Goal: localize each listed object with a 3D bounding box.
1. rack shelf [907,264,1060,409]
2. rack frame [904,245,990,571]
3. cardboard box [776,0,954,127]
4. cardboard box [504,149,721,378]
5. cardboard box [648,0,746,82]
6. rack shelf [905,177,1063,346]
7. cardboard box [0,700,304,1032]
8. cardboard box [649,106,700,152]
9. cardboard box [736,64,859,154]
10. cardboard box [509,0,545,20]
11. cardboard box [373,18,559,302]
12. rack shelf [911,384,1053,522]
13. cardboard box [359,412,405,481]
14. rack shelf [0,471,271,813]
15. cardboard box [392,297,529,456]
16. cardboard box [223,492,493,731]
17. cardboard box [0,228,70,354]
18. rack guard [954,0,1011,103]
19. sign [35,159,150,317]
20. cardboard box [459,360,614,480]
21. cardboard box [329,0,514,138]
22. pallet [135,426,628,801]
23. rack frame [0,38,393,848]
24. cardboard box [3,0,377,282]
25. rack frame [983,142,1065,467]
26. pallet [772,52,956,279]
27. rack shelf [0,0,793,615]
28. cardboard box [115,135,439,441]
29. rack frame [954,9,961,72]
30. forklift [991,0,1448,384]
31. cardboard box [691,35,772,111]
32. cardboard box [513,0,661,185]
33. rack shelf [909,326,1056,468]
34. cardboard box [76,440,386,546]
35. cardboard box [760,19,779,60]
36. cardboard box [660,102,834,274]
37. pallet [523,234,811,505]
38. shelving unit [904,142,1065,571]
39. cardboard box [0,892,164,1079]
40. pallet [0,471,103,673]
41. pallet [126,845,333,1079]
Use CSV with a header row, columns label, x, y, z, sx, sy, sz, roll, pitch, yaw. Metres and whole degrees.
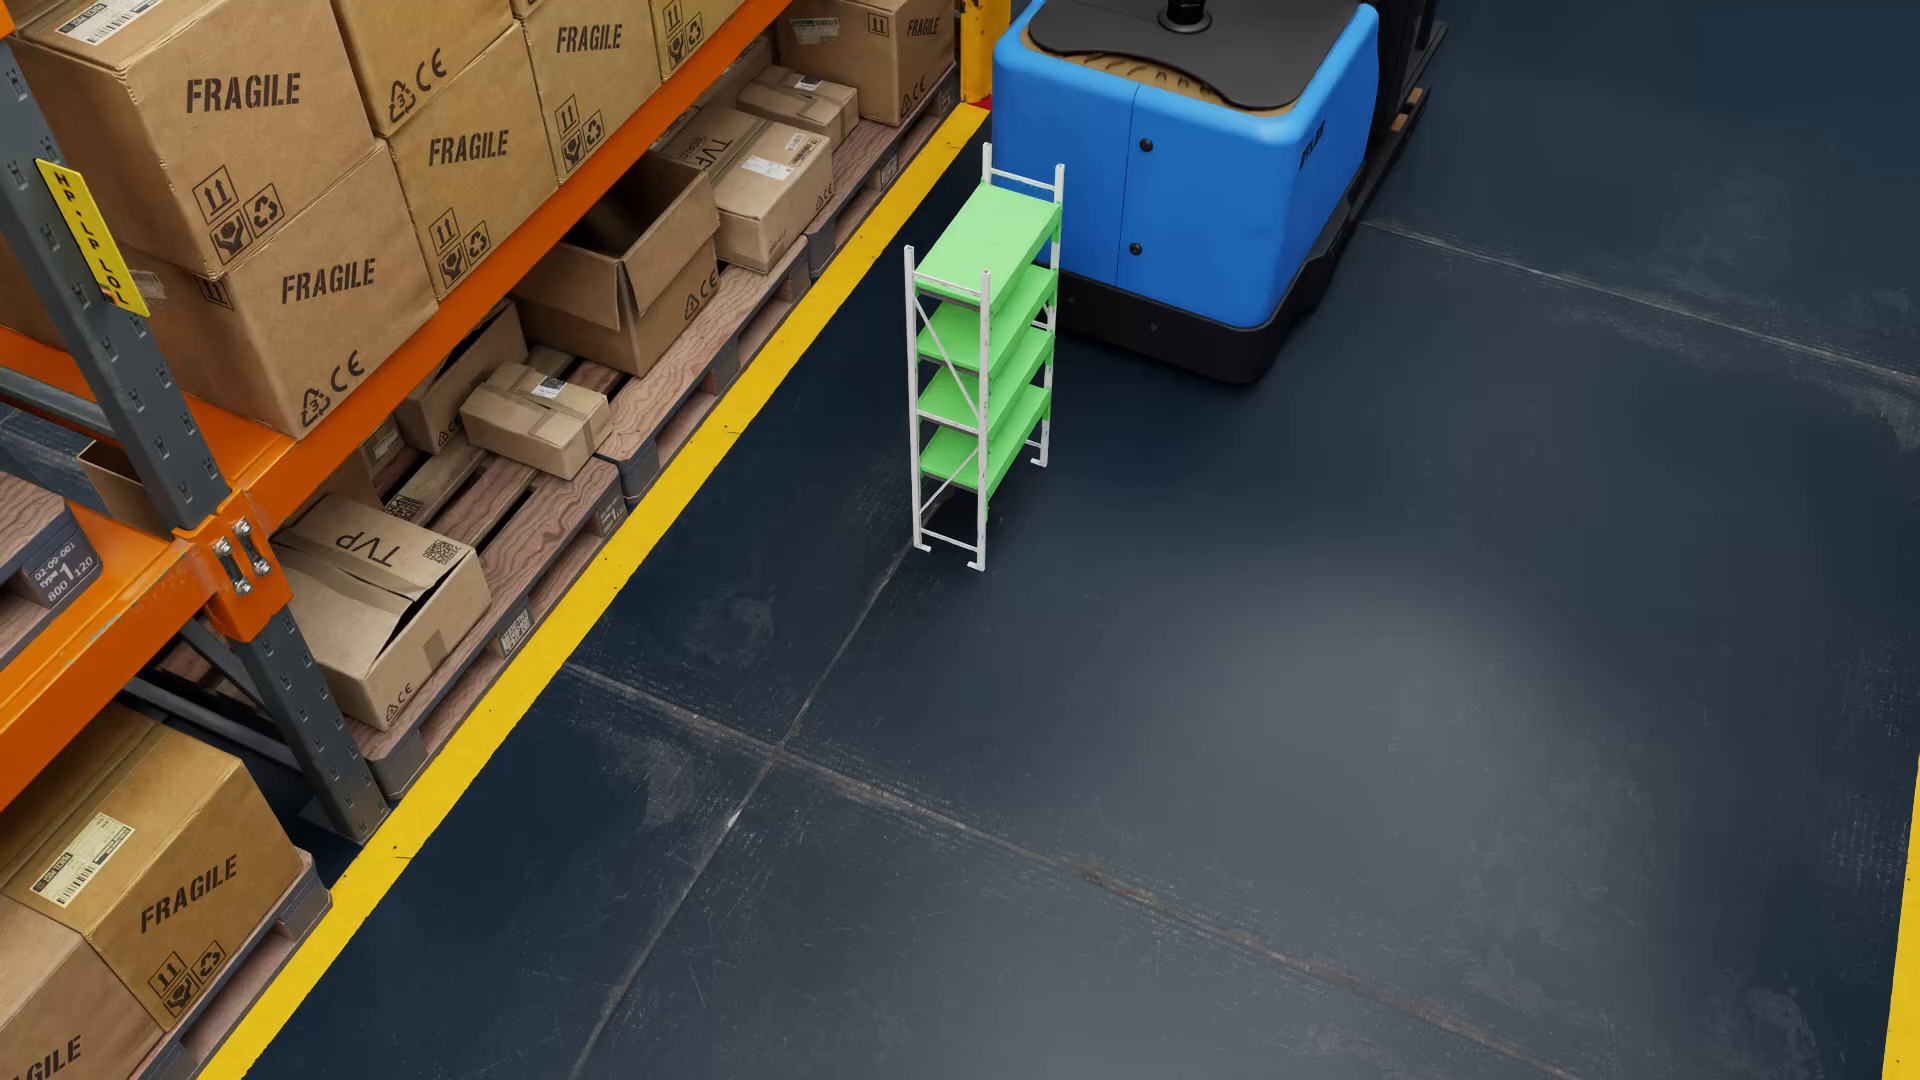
label,x,y,z,sx,sy,sz,roll,pitch,yaw
rack shelf,0.071,-0.617,4.756,0.258,0.148,0.480,20,52,16
rack frame,-0.034,-0.335,4.747,0.240,1.200,0.015,20,52,16
cardboard box,-0.352,-1.971,6.310,0.500,0.500,0.500,20,52,16
cardboard box,-1.254,-0.967,5.454,0.797,0.503,0.637,20,52,16
cardboard box,-0.940,-1.681,4.645,0.500,0.500,0.500,19,52,16
rack shelf,0.071,-0.772,4.573,0.258,0.148,0.480,20,52,16
cardboard box,-2.003,0.762,3.984,0.500,0.500,0.500,20,52,16
cardboard box,-1.259,-1.373,5.966,0.500,0.250,0.500,20,52,16
cardboard box,-0.607,-1.613,6.224,0.380,0.166,0.250,20,52,16
cardboard box,-1.156,-1.637,3.951,0.500,0.500,0.500,18,52,15
cardboard box,-1.372,-0.987,4.054,0.500,0.500,0.500,21,53,17
rack shelf,0.071,-0.306,5.121,0.258,0.148,0.480,20,52,16
cardboard box,-1.959,-0.319,5.135,0.380,0.149,0.250,20,52,16
rack shelf,-2.906,1.272,2.670,1.077,0.370,4.000,20,52,16
cardboard box,-1.744,-0.611,5.277,0.500,0.311,0.500,20,52,16
cardboard box,-1.677,0.172,4.611,0.500,0.311,0.500,20,52,16
cardboard box,-2.070,-0.798,3.894,0.500,0.500,0.500,21,53,17
rack guard,-0.375,-2.230,6.820,1.175,0.500,0.348,20,52,16
sign,-1.548,-0.535,2.976,0.100,0.325,0.005,20,52,16
cardboard box,-1.316,-0.380,5.175,0.380,0.166,0.250,20,52,16
cardboard box,-1.376,-1.283,3.650,0.500,0.500,0.500,18,52,15
pallet,-1.757,0.093,5.033,1.003,0.211,1.213,20,52,16
rack frame,-2.052,-0.338,3.568,1.000,3.000,0.127,20,52,16
cardboard box,-1.596,-0.928,3.348,0.500,0.500,0.500,21,53,17
rack frame,0.175,-0.671,5.033,0.240,1.200,0.015,20,52,16
pallet,-0.715,-1.587,6.462,1.003,0.211,1.213,20,52,16
rack shelf,-1.197,-1.482,5.014,1.077,0.370,4.000,20,52,16
cardboard box,-1.588,-0.633,3.753,0.500,0.500,0.500,21,53,17
rack frame,-0.343,-3.093,5.912,1.000,3.000,0.127,20,52,16
forklift,1.214,-2.608,5.545,1.130,2.935,3.031,22,53,17
cardboard box,-1.045,-1.718,6.259,0.500,0.250,0.500,20,52,16
cardboard box,-1.156,-1.330,4.347,0.500,0.500,0.500,20,52,16
rack shelf,0.071,-0.461,4.939,0.258,0.148,0.480,20,52,16
cardboard box,-2.065,-0.155,4.765,0.500,0.500,0.500,20,52,16
cardboard box,-0.939,-1.968,6.527,0.380,0.166,0.250,20,52,16
cardboard box,-0.785,-1.245,5.857,0.500,0.250,0.500,20,52,16
pallet,-1.238,-0.750,5.750,1.003,0.211,1.213,20,52,16
shelving unit,0.071,-0.503,4.890,0.258,1.200,0.503,20,52,16
cardboard box,-2.222,1.100,3.697,0.500,0.500,0.500,20,52,16
pallet,-2.492,0.239,3.203,1.003,0.211,1.213,20,52,16
pallet,-2.365,1.138,4.143,1.003,0.211,1.213,20,52,16
